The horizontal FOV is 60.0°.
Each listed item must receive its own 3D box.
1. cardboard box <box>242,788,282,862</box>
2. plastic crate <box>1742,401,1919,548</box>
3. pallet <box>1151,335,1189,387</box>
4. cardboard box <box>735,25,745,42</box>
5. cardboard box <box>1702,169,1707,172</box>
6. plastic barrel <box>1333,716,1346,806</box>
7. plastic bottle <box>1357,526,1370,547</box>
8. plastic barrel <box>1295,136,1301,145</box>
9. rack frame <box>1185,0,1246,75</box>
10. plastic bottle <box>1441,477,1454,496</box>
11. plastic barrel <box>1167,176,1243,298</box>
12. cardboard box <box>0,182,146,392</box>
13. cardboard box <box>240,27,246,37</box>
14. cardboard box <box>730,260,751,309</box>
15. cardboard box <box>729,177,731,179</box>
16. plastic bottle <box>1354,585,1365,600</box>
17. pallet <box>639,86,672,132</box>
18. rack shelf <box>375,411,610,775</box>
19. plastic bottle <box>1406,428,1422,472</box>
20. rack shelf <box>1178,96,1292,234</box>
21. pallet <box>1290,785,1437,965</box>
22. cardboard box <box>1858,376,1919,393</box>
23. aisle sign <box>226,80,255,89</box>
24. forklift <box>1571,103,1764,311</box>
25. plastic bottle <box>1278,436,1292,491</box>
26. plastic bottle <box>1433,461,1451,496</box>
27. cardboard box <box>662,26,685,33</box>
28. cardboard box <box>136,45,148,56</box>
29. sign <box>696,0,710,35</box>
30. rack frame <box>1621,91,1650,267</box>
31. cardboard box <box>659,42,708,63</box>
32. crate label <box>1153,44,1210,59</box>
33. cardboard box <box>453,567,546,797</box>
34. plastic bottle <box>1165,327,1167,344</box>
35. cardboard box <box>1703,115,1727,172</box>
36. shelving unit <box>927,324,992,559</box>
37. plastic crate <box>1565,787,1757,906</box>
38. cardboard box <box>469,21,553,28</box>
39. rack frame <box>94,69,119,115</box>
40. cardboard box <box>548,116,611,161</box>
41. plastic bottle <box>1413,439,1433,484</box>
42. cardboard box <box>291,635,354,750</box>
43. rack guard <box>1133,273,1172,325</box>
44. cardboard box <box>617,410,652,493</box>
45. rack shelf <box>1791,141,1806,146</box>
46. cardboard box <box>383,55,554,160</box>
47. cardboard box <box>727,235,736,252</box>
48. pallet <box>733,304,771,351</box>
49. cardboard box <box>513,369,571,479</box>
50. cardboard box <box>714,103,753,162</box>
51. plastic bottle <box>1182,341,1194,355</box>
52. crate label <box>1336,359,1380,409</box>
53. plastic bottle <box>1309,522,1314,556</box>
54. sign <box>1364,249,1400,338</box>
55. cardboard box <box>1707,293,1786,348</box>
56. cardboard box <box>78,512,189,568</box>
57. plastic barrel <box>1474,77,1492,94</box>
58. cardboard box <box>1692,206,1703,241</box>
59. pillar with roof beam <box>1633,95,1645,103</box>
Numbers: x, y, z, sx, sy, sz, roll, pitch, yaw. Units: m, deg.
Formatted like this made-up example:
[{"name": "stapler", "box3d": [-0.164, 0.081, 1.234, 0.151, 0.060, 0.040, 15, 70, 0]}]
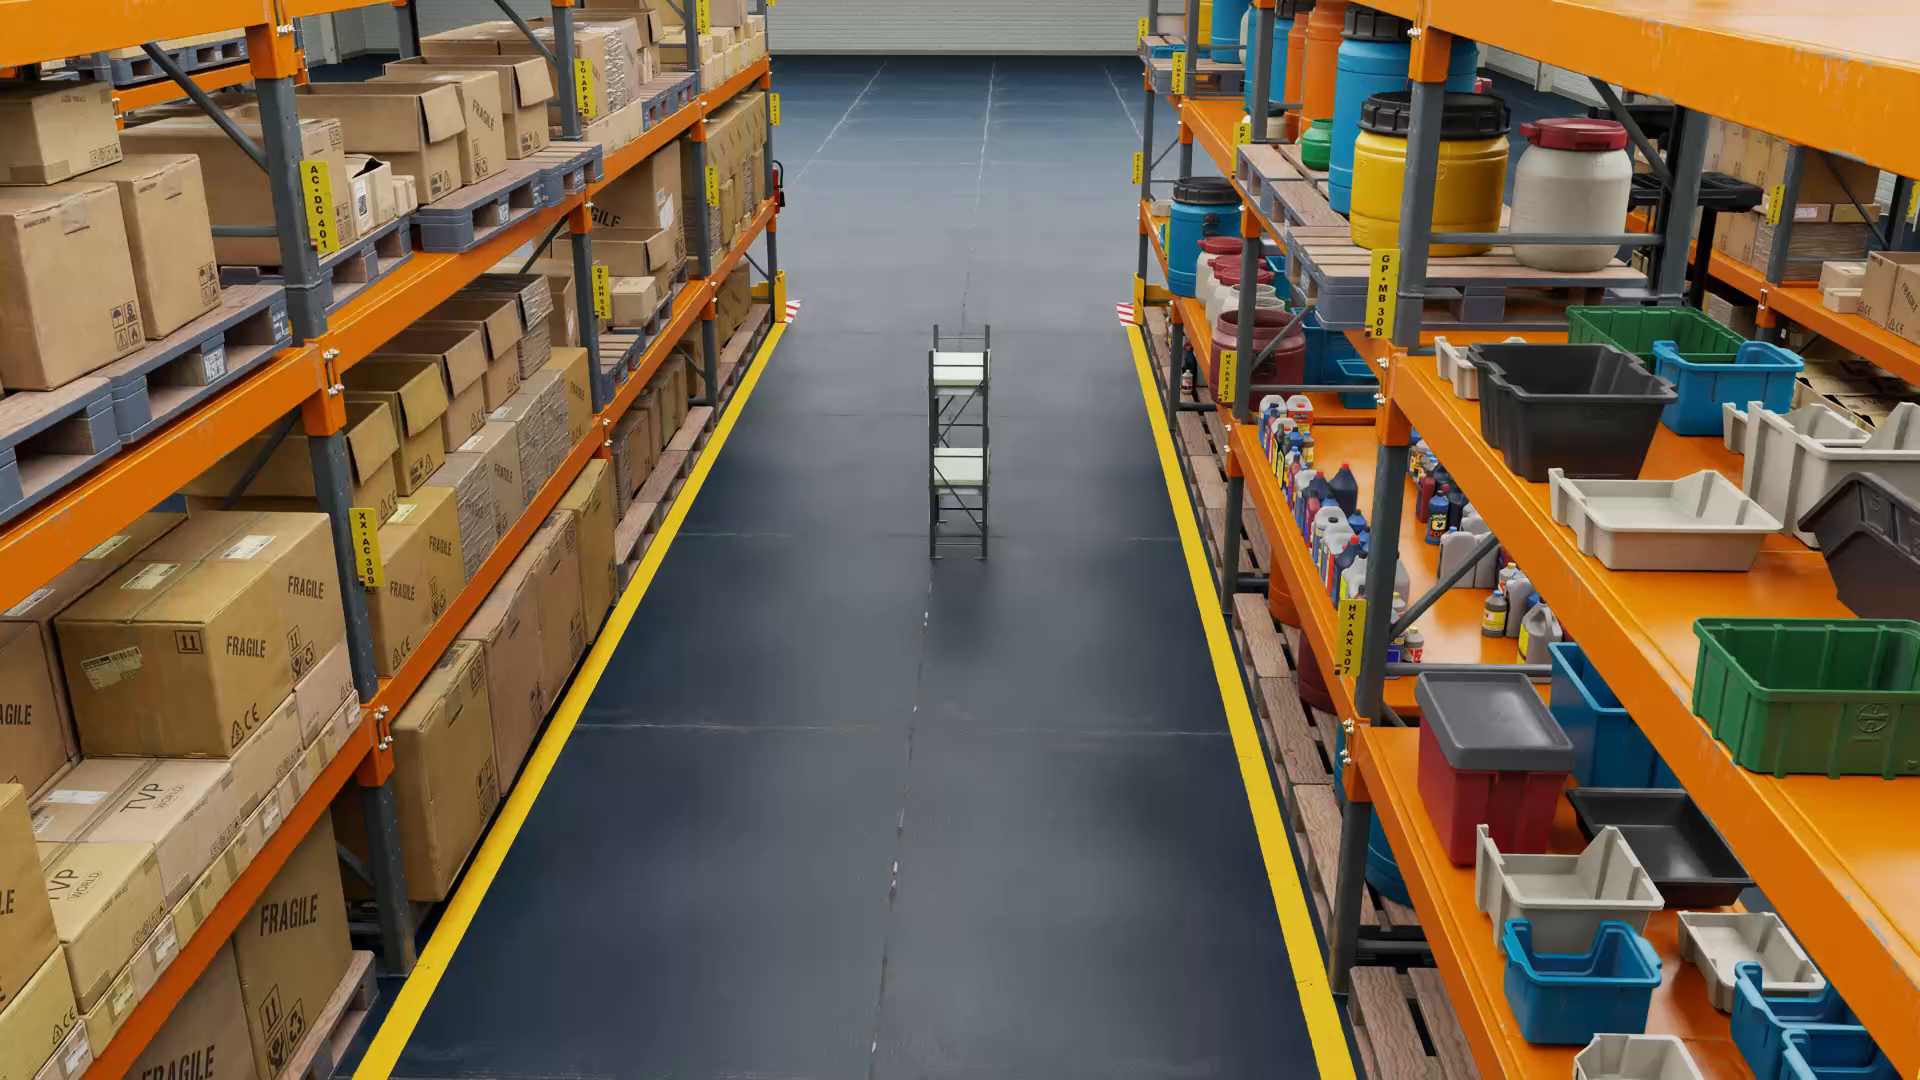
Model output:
[{"name": "cardboard box", "box3d": [-2.578, 0.974, 5.718, 0.380, 0.149, 0.250, 1, 21, 3]}, {"name": "plastic crate", "box3d": [2.332, -0.176, 4.352, 0.437, 0.282, 0.530, 1, 21, 2]}, {"name": "pallet", "box3d": [2.417, -1.758, 16.268, 1.003, 0.211, 1.213, 1, 21, 2]}, {"name": "cardboard box", "box3d": [-2.252, -4.814, 15.800, 0.380, 0.149, 0.250, 0, 21, -1]}, {"name": "cardboard box", "box3d": [7.119, -3.418, 15.655, 0.380, 0.149, 0.250, 1, 21, 2]}, {"name": "plastic barrel", "box3d": [2.133, 0.849, 8.014, 0.600, 0.901, 0.708, 1, 21, 2]}, {"name": "plastic bottle", "box3d": [1.922, 0.065, 7.894, 0.097, 0.271, 0.097, 0, 21, 0]}, {"name": "plastic barrel", "box3d": [2.156, -2.343, 9.989, 0.294, 0.245, 0.294, 0, 21, 0]}, {"name": "rack frame", "box3d": [2.321, -5.170, 12.914, 1.000, 3.000, 0.127, 1, 21, 2]}, {"name": "plastic bottle", "box3d": [2.508, -0.194, 8.544, 0.061, 0.283, 0.133, 1, 21, 2]}, {"name": "plastic barrel", "box3d": [2.006, -2.471, 13.557, 0.600, 0.901, 0.708, 1, 21, 2]}, {"name": "cardboard box", "box3d": [-2.858, -0.745, 4.798, 0.700, 0.500, 0.500, 2, 21, 4]}, {"name": "cardboard box", "box3d": [-7.165, -4.997, 16.243, 0.380, 0.149, 0.250, 0, 21, 1]}, {"name": "cardboard box", "box3d": [-2.544, -2.679, 17.662, 0.500, 0.500, 0.500, 5, 22, 12]}, {"name": "cardboard box", "box3d": [-2.589, -3.138, 15.419, 0.875, 0.500, 0.500, 1, 21, 2]}, {"name": "plastic bottle", "box3d": [1.728, 0.343, 7.159, 0.061, 0.283, 0.133, 1, 21, 2]}, {"name": "pallet", "box3d": [-2.783, -3.142, 12.092, 1.213, 0.211, 1.003, 1, 21, 2]}, {"name": "rack shelf", "box3d": [-2.812, 0.077, 8.679, 1.077, 0.370, 4.000, 1, 21, 2]}, {"name": "plastic bottle", "box3d": [2.579, -0.521, 9.403, 0.097, 0.271, 0.097, 0, 21, 0]}, {"name": "rack shelf", "box3d": [2.260, -2.713, 11.723, 1.077, 0.370, 4.000, 1, 21, 2]}, {"name": "pallet", "box3d": [2.143, 1.541, 7.767, 1.003, 0.211, 1.213, 1, 21, 2]}, {"name": "cardboard box", "box3d": [7.537, -1.155, 13.305, 0.500, 0.311, 0.500, 1, 21, 3]}, {"name": "aisle sign", "box3d": [-7.760, -5.206, 17.706, 0.394, 0.787, 0.004, 1, 21, 2]}, {"name": "forklift", "box3d": [4.917, -1.582, 12.054, 1.130, 2.935, 3.031, 0, 21, 0]}, {"name": "plastic bottle", "box3d": [1.792, -0.421, 9.129, 0.061, 0.283, 0.133, 1, 21, 2]}, {"name": "plastic bottle", "box3d": [2.532, -0.283, 8.680, 0.144, 0.351, 0.185, 1, 21, 2]}, {"name": "cardboard box", "box3d": [-2.782, -4.731, 15.585, 0.380, 0.149, 0.250, 0, 21, 1]}, {"name": "cardboard box", "box3d": [-7.228, -4.264, 14.354, 0.380, 0.149, 0.250, 1, 21, 2]}, {"name": "sign", "box3d": [-2.075, -4.246, 13.420, 0.100, 0.325, 0.005, 1, 21, 2]}, {"name": "rack frame", "box3d": [7.393, -3.764, 17.583, 1.000, 3.000, 0.127, 1, 21, 2]}, {"name": "cardboard box", "box3d": [-2.312, -4.056, 13.846, 0.380, 0.149, 0.250, 0, 21, 0]}, {"name": "crate label", "box3d": [2.055, -4.476, 15.476, 0.502, 0.251, 0.408, 1, 21, 2]}, {"name": "cardboard box", "box3d": [-2.847, 0.705, 8.423, 1.225, 0.875, 0.875, 0, 21, 0]}, {"name": "plastic bottle", "box3d": [2.073, -2.031, 16.376, 0.097, 0.201, 0.097, 0, 21, 0]}, {"name": "cardboard box", "box3d": [7.325, -3.674, 15.419, 0.700, 0.500, 0.500, 1, 21, 2]}, {"name": "shelving unit", "box3d": [0.000, -0.702, 11.764, 0.431, 1.500, 0.755, 1, 21, 2]}, {"name": "plastic crate", "box3d": [2.312, 1.027, 5.533, 0.437, 0.125, 0.590, 1, 21, 2]}, {"name": "cardboard box", "box3d": [-2.952, -3.199, 11.152, 0.500, 0.500, 0.500, 1, 21, 3]}, {"name": "rack frame", "box3d": [-7.584, -2.519, 14.375, 1.000, 3.000, 0.127, 1, 21, 2]}, {"name": "cardboard box", "box3d": [-2.483, -2.477, 10.328, 0.500, 0.250, 0.500, 1, 21, 3]}, {"name": "plastic bottle", "box3d": [2.573, -0.451, 9.221, 0.097, 0.271, 0.097, 0, 21, 0]}, {"name": "cardboard box", "box3d": [-2.624, 0.558, 6.239, 0.500, 0.250, 0.500, 0, 21, 1]}, {"name": "rack guard", "box3d": [2.487, -2.626, 18.107, 1.175, 0.500, 0.348, 1, 21, 2]}, {"name": "cardboard box", "box3d": [-2.737, -0.670, 12.456, 0.700, 0.500, 0.500, 2, 21, 6]}, {"name": "rack shelf", "box3d": [7.211, -2.658, 11.579, 1.077, 0.370, 4.000, 1, 21, 2]}, {"name": "cardboard box", "box3d": [-2.698, -2.403, 9.205, 0.797, 0.503, 0.637, 2, 21, 5]}, {"name": "cardboard box", "box3d": [-2.275, -2.747, 15.308, 0.380, 0.149, 0.250, 1, 21, 2]}, {"name": "pallet", "box3d": [-2.570, -2.253, 17.545, 1.003, 0.211, 1.213, 1, 21, 2]}, {"name": "cardboard box", "box3d": [-2.540, -0.667, 9.463, 0.500, 0.500, 0.500, 0, 21, 1]}, {"name": "cardboard box", "box3d": [-2.305, -3.962, 16.163, 0.500, 0.500, 0.500, 1, 21, 2]}, {"name": "plastic bottle", "box3d": [2.058, -1.649, 15.186, 0.144, 0.351, 0.185, 0, 21, -1]}, {"name": "crate label", "box3d": [2.587, -0.997, 10.684, 0.303, 0.233, 0.416, 1, 21, 2]}, {"name": "plastic bottle", "box3d": [1.780, -0.024, 8.218, 0.097, 0.201, 0.097, 0, 21, 0]}, {"name": "sign", "box3d": [1.528, -0.890, 6.018, 0.100, 0.325, 0.005, 1, 21, 2]}, {"name": "cardboard box", "box3d": [7.094, -1.932, 15.045, 0.500, 0.500, 0.500, 1, 21, 2]}, {"name": "cardboard box", "box3d": [-3.143, 0.217, 6.084, 0.500, 0.500, 0.500, 1, 21, 2]}, {"name": "plastic barrel", "box3d": [2.296, -1.942, 7.972, 0.433, 0.535, 0.433, 0, 21, 0]}, {"name": "cardboard box", "box3d": [7.322, -3.082, 15.687, 0.700, 0.500, 0.500, 1, 21, 3]}, {"name": "pillar with roof beam", "box3d": [9.433, -12.801, 32.579, 9.100, 9.000, 0.400, 1, 21, 2]}]
